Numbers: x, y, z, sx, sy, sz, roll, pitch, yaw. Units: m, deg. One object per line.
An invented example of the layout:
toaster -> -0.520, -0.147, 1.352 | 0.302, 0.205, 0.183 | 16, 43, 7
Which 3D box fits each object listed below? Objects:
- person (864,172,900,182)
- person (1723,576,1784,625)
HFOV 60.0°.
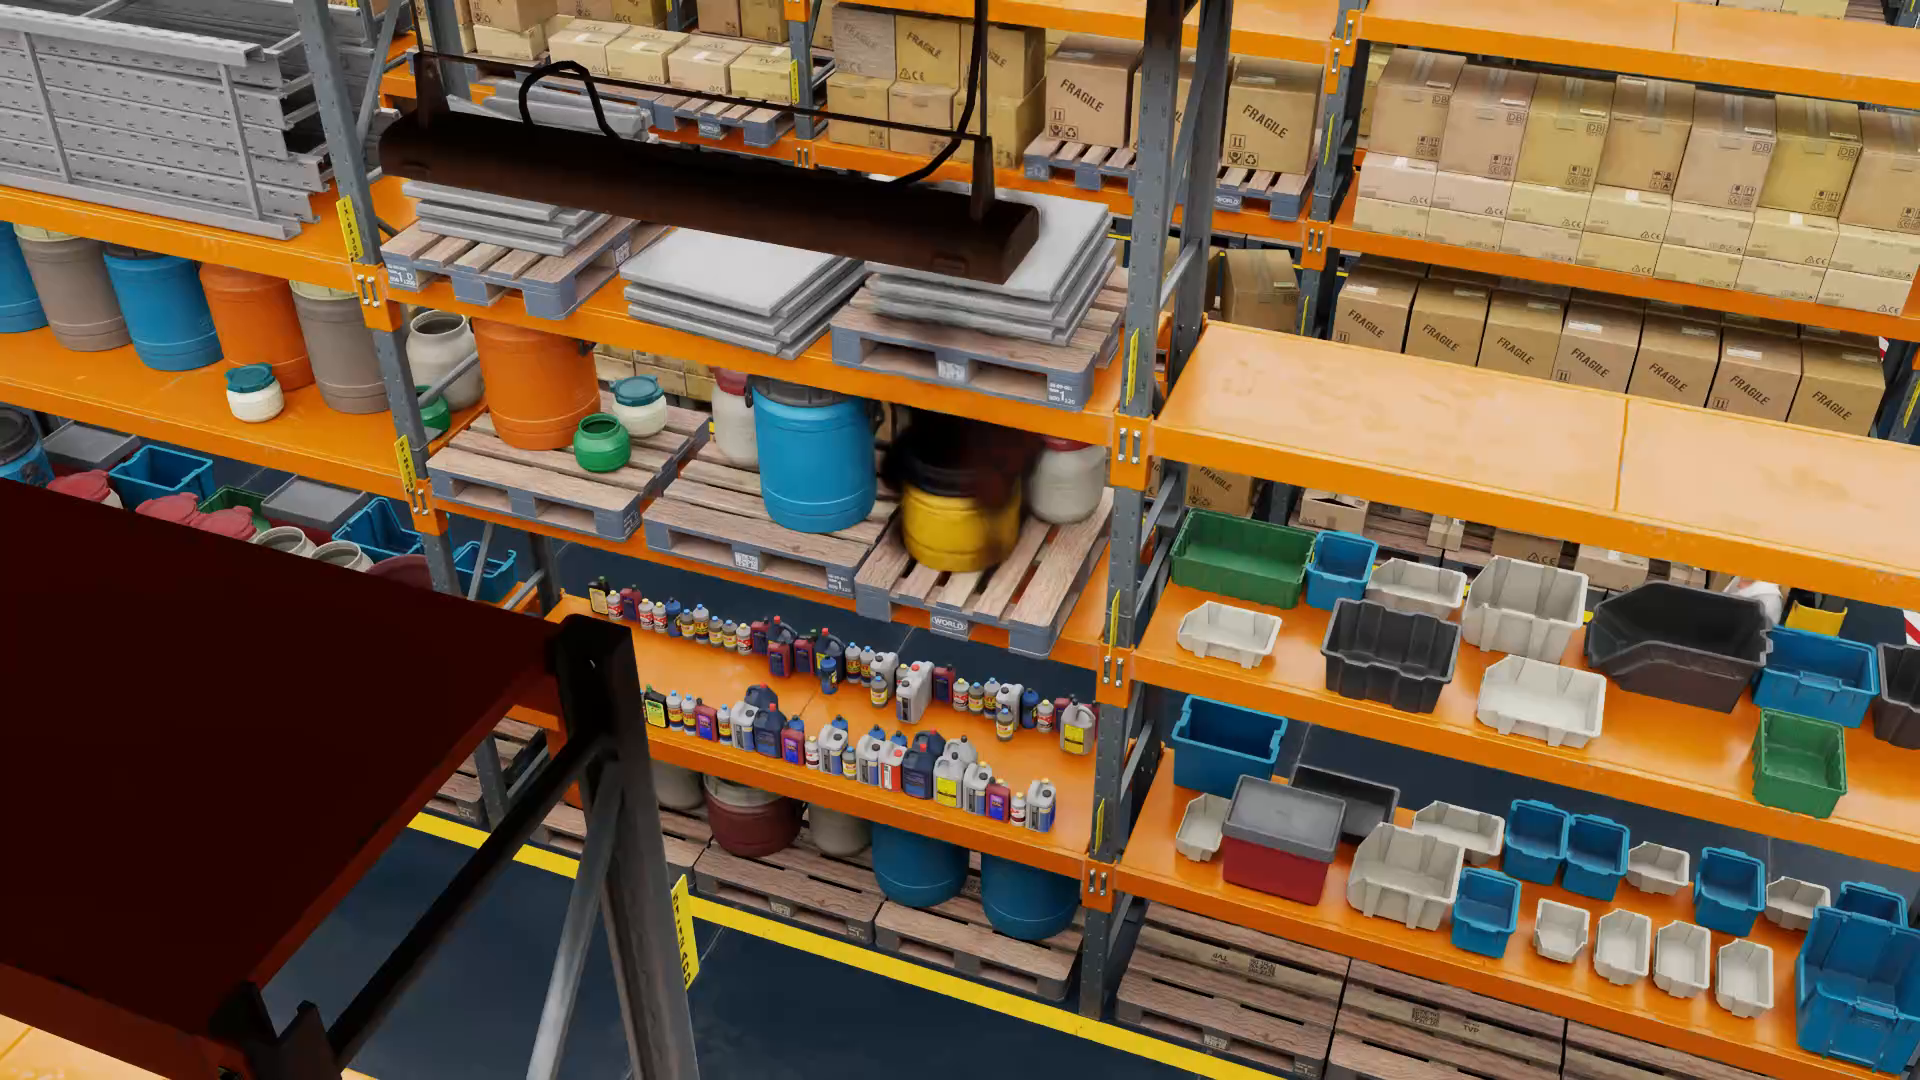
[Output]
person -> -0.755, -2.997, 16.081 | 0.719, 1.648, 0.618 | 15, 39, 19
person -> 5.093, 0.753, 10.872 | 0.852, 1.826, 0.658 | 2, 37, 3
